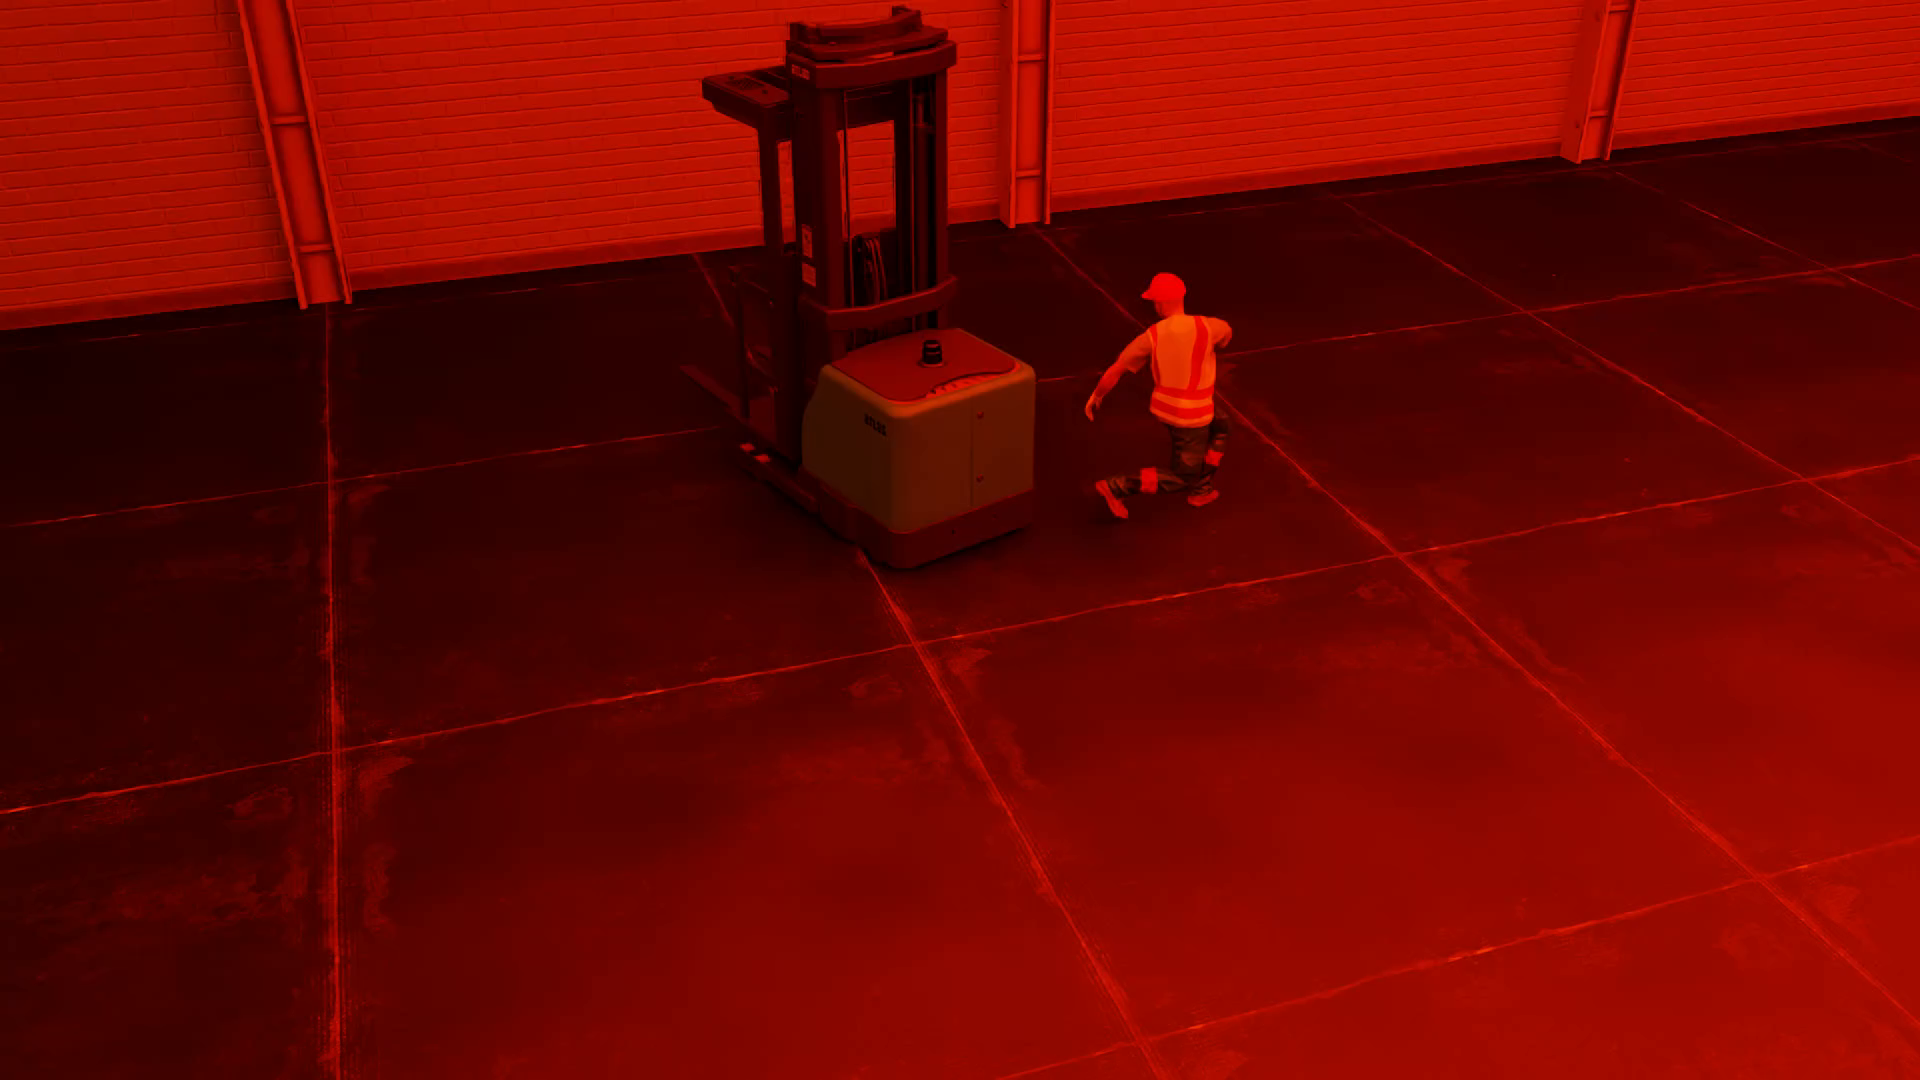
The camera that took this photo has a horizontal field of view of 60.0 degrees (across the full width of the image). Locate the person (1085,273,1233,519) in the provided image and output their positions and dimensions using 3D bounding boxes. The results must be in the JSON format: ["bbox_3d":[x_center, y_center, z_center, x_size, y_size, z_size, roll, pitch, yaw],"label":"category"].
[{"bbox_3d":[1.227,-0.861,10.051,0.953,1.540,0.685,-20,35,-31],"label":"person"}]

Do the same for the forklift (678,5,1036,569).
[{"bbox_3d":[-0.820,-1.784,10.188,1.130,2.935,3.031,-20,36,-31],"label":"forklift"}]
